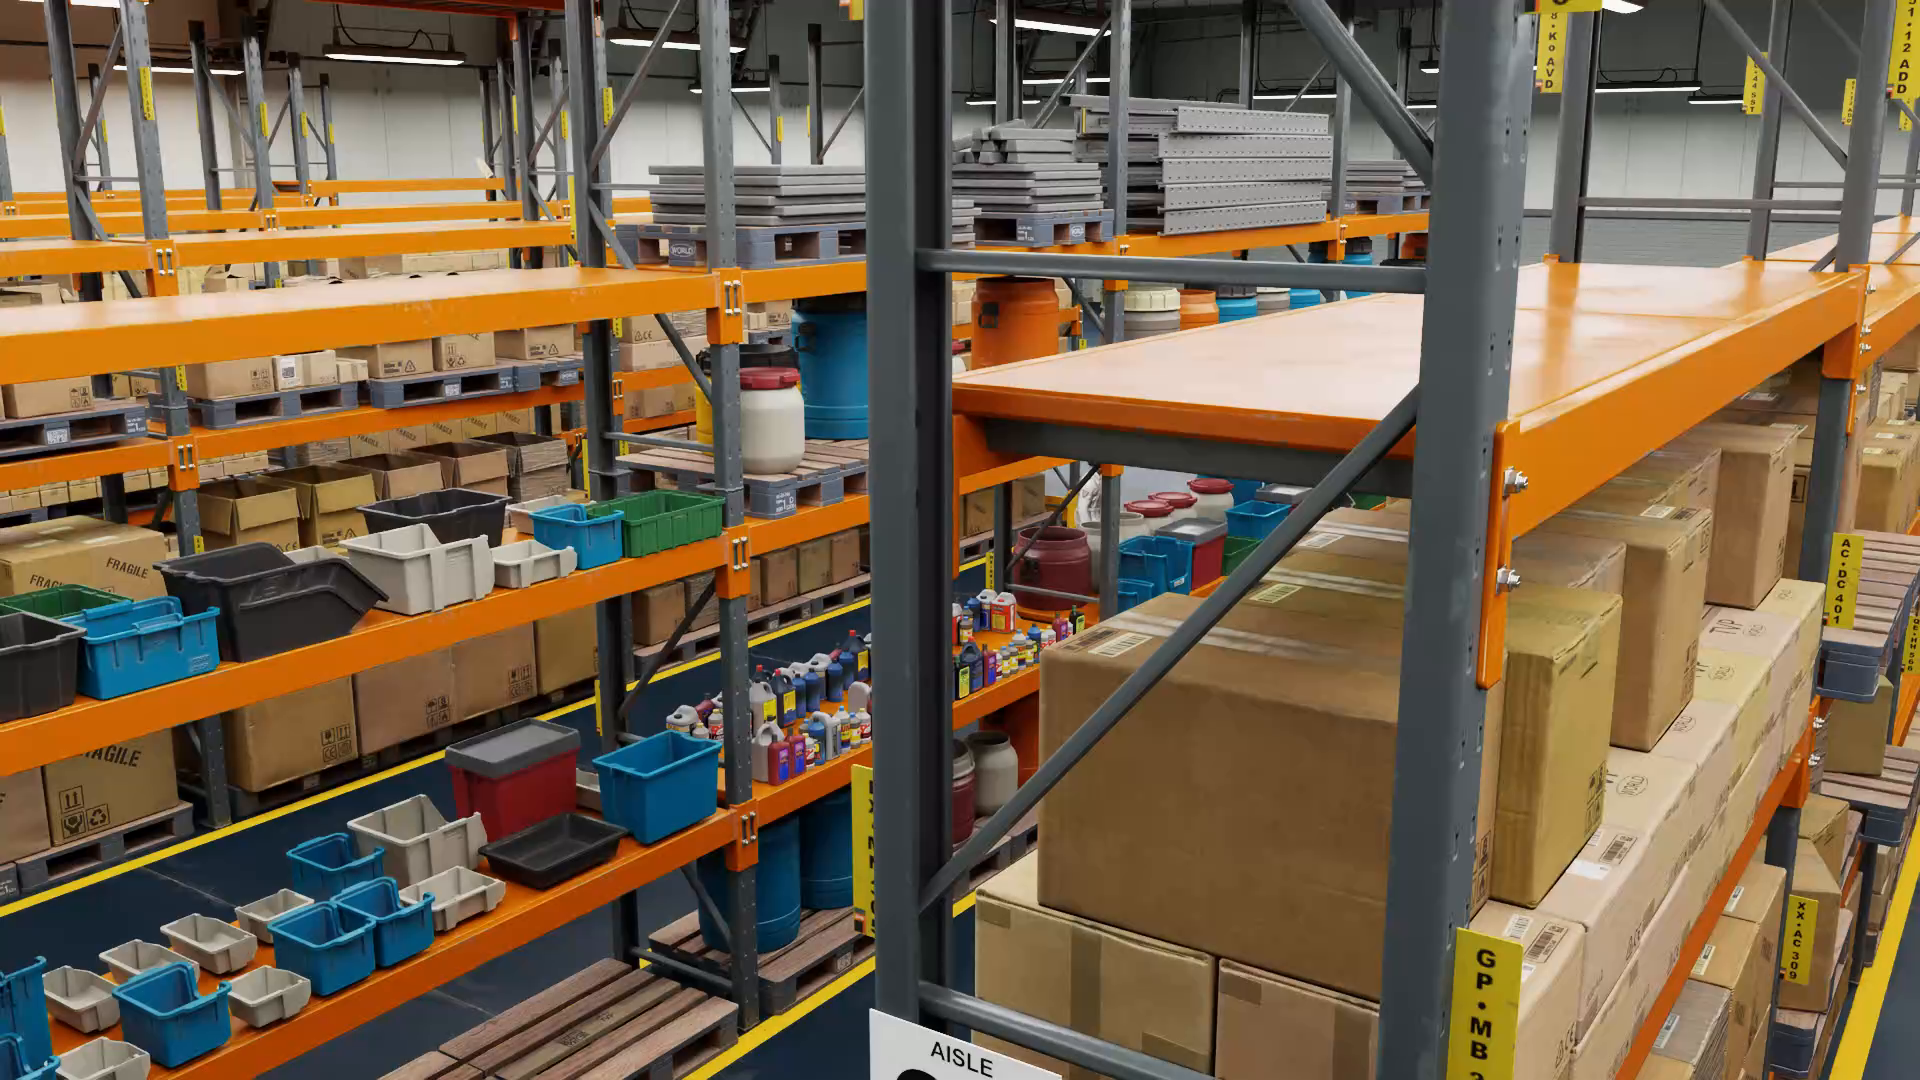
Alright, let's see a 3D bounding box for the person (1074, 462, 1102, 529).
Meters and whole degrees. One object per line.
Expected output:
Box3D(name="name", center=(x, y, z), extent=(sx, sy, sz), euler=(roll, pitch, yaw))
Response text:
Box3D(name="person", center=(1.431, -0.142, 17.578), extent=(0.409, 1.666, 0.547), euler=(8, 15, 30))
